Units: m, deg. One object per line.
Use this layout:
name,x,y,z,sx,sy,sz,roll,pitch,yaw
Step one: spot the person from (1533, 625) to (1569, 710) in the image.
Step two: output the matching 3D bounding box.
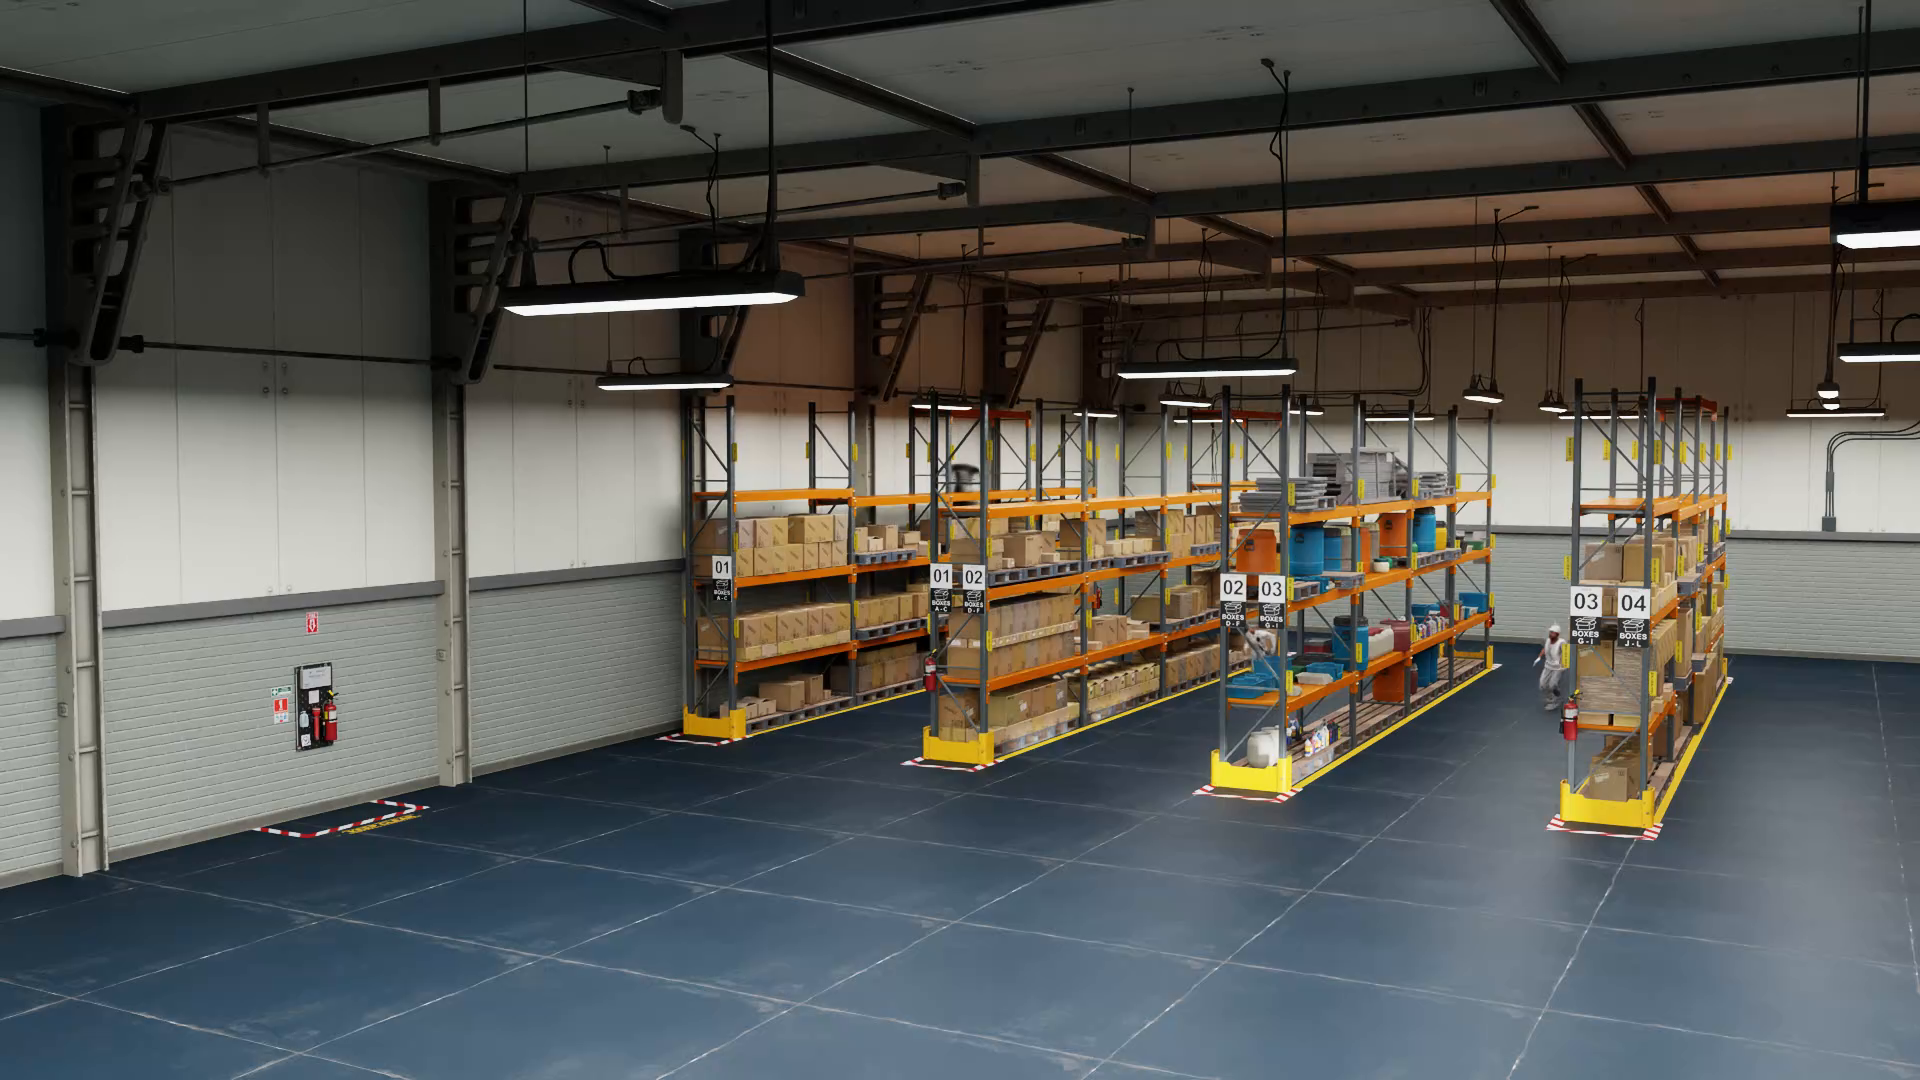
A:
person,11.531,2.484,32.256,0.546,1.678,0.759,-2,4,-38

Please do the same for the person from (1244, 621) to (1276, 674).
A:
person,6.215,2.423,34.593,0.640,1.512,0.778,2,4,35
